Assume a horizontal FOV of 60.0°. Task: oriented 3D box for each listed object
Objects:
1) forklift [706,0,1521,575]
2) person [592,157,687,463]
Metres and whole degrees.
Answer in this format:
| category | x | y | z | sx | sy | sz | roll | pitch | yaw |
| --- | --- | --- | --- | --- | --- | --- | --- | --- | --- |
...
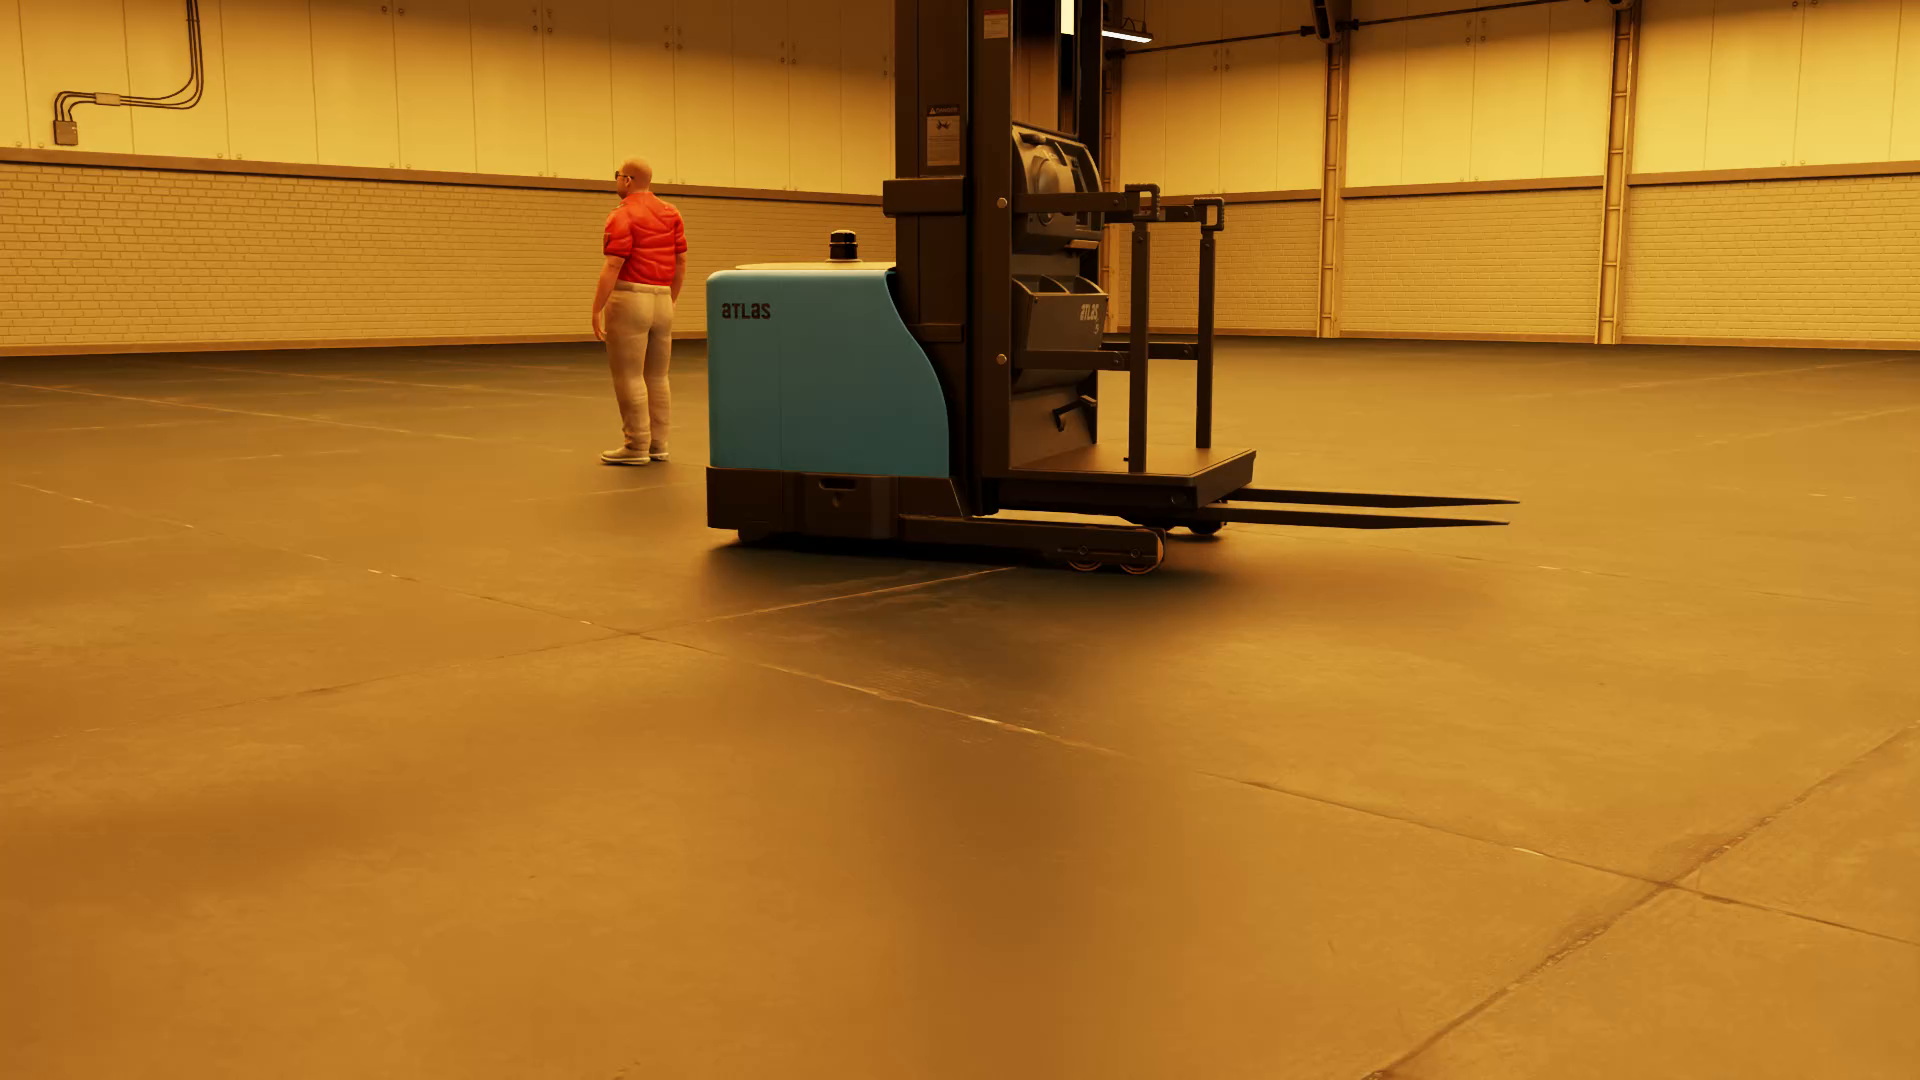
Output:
| category | x | y | z | sx | sy | sz | roll | pitch | yaw |
| --- | --- | --- | --- | --- | --- | --- | --- | --- | --- |
| forklift | 0.565 | -1.416 | 6.275 | 3.031 | 2.935 | 1.130 | 3 | 9 | 22 |
| person | -1.902 | -1.306 | 9.542 | 0.551 | 1.727 | 0.640 | 6 | 11 | 35 |
